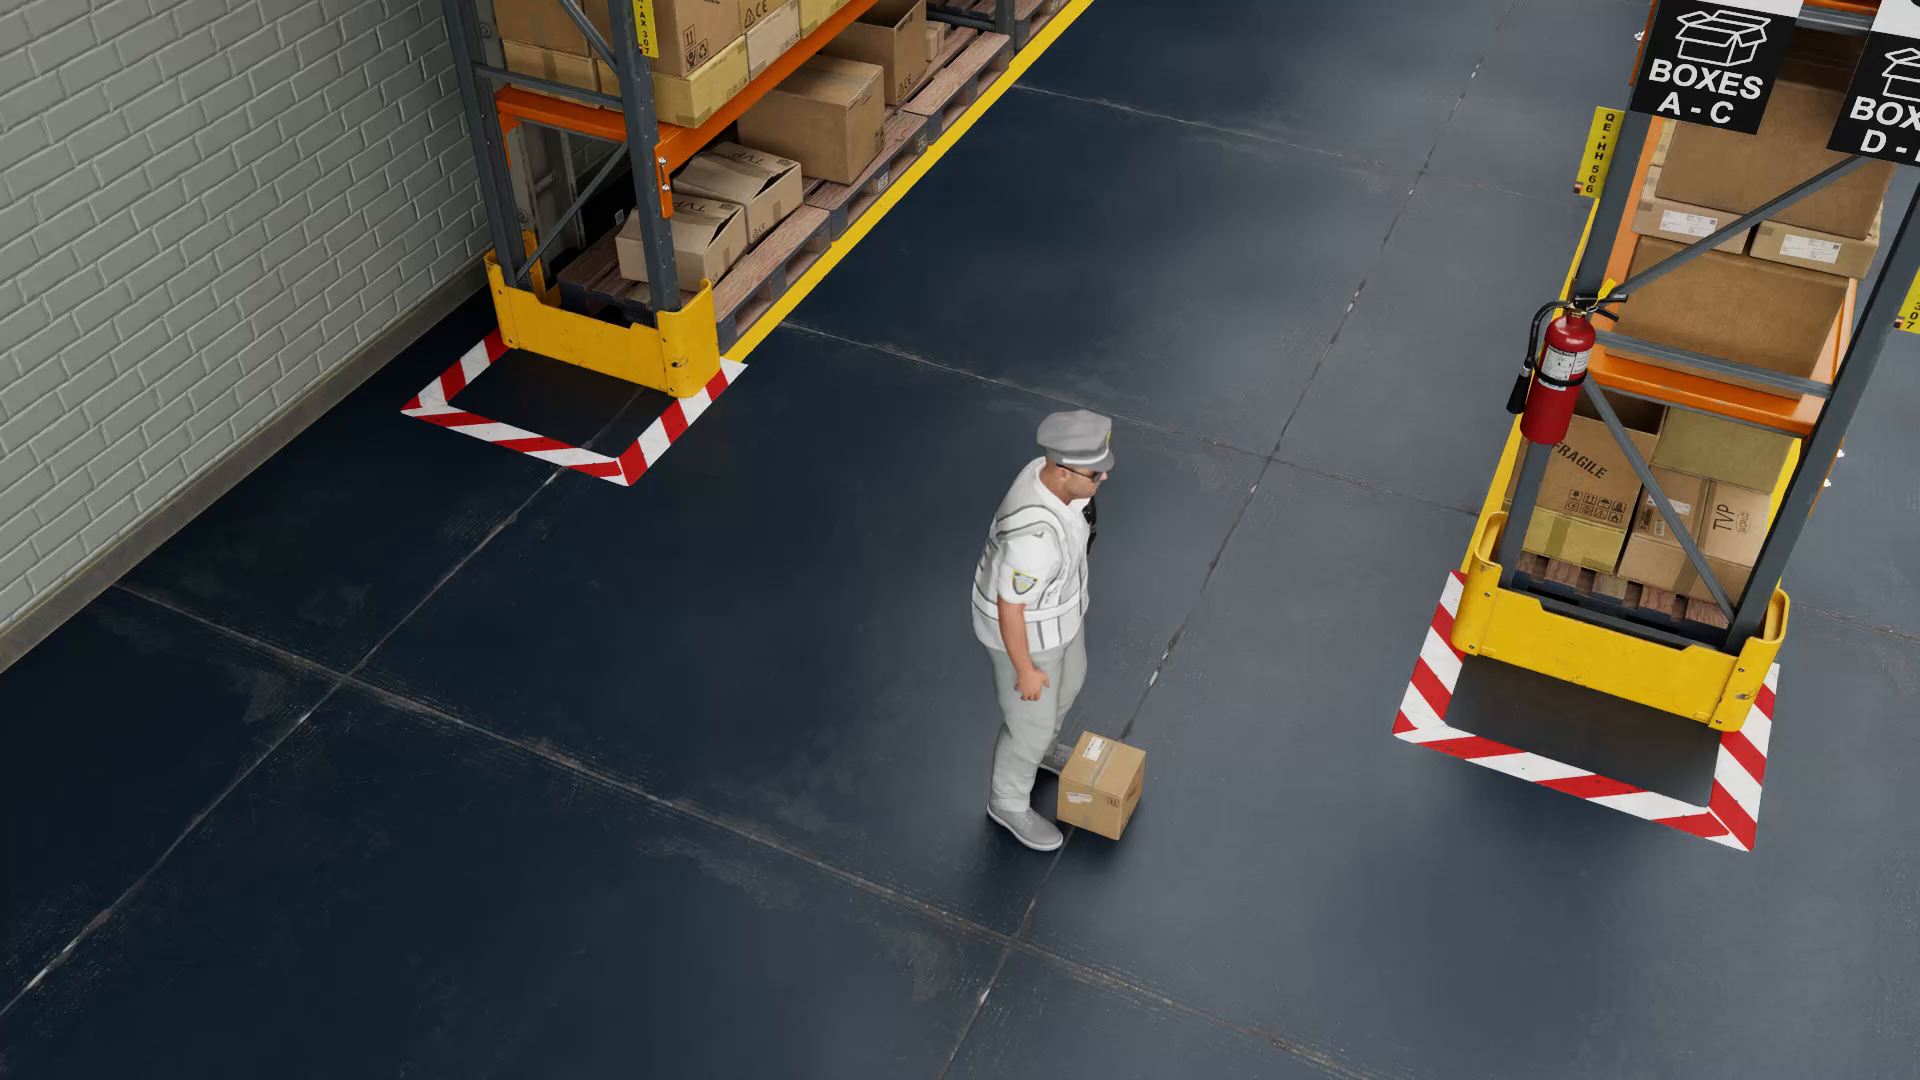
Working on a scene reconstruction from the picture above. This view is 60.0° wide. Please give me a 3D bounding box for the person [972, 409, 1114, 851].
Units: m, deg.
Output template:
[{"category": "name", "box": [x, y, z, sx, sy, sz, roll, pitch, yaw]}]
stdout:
[{"category": "person", "box": [0.277, 0.285, 5.834, 0.437, 1.747, 0.604, 15, 44, 16]}]
